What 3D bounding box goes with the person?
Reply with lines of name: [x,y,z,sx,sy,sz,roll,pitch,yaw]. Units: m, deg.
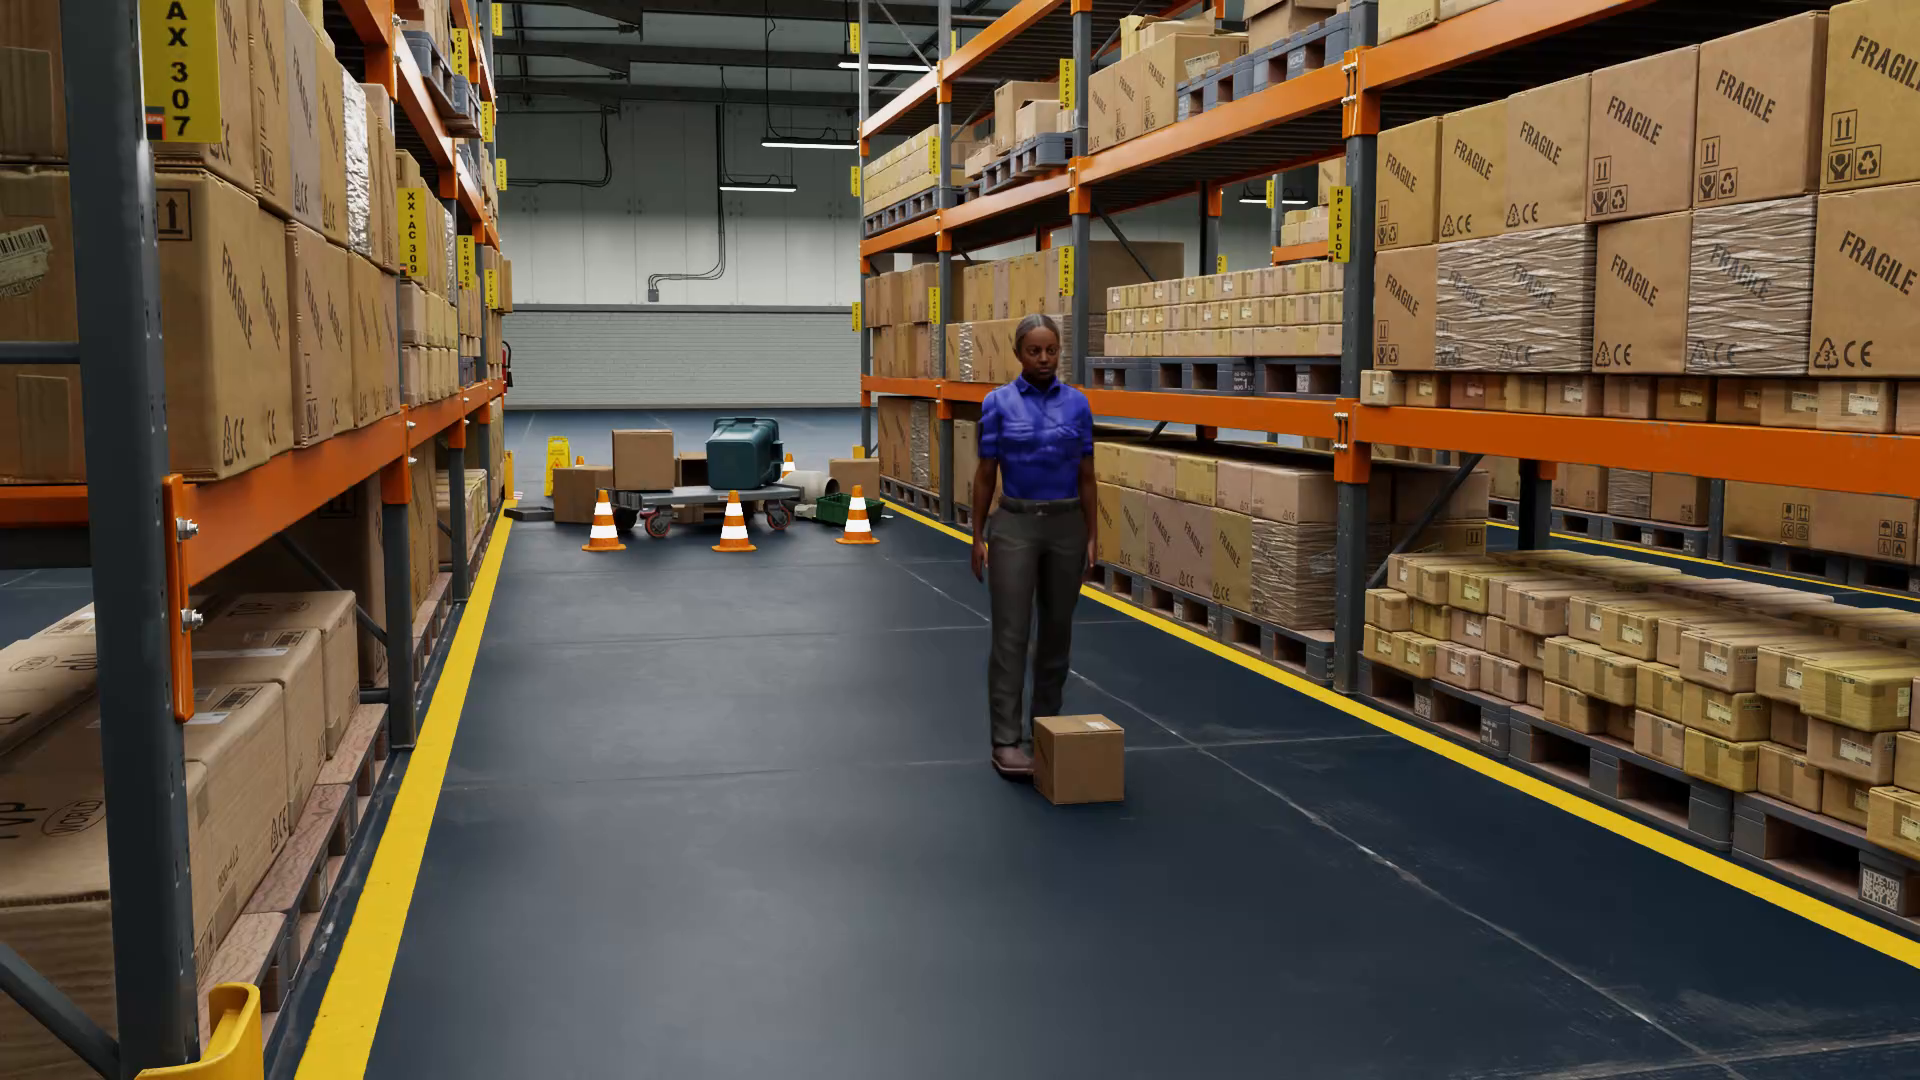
person: [0.296,0.001,6.103,0.471,1.655,0.538,-1,6,-13]
